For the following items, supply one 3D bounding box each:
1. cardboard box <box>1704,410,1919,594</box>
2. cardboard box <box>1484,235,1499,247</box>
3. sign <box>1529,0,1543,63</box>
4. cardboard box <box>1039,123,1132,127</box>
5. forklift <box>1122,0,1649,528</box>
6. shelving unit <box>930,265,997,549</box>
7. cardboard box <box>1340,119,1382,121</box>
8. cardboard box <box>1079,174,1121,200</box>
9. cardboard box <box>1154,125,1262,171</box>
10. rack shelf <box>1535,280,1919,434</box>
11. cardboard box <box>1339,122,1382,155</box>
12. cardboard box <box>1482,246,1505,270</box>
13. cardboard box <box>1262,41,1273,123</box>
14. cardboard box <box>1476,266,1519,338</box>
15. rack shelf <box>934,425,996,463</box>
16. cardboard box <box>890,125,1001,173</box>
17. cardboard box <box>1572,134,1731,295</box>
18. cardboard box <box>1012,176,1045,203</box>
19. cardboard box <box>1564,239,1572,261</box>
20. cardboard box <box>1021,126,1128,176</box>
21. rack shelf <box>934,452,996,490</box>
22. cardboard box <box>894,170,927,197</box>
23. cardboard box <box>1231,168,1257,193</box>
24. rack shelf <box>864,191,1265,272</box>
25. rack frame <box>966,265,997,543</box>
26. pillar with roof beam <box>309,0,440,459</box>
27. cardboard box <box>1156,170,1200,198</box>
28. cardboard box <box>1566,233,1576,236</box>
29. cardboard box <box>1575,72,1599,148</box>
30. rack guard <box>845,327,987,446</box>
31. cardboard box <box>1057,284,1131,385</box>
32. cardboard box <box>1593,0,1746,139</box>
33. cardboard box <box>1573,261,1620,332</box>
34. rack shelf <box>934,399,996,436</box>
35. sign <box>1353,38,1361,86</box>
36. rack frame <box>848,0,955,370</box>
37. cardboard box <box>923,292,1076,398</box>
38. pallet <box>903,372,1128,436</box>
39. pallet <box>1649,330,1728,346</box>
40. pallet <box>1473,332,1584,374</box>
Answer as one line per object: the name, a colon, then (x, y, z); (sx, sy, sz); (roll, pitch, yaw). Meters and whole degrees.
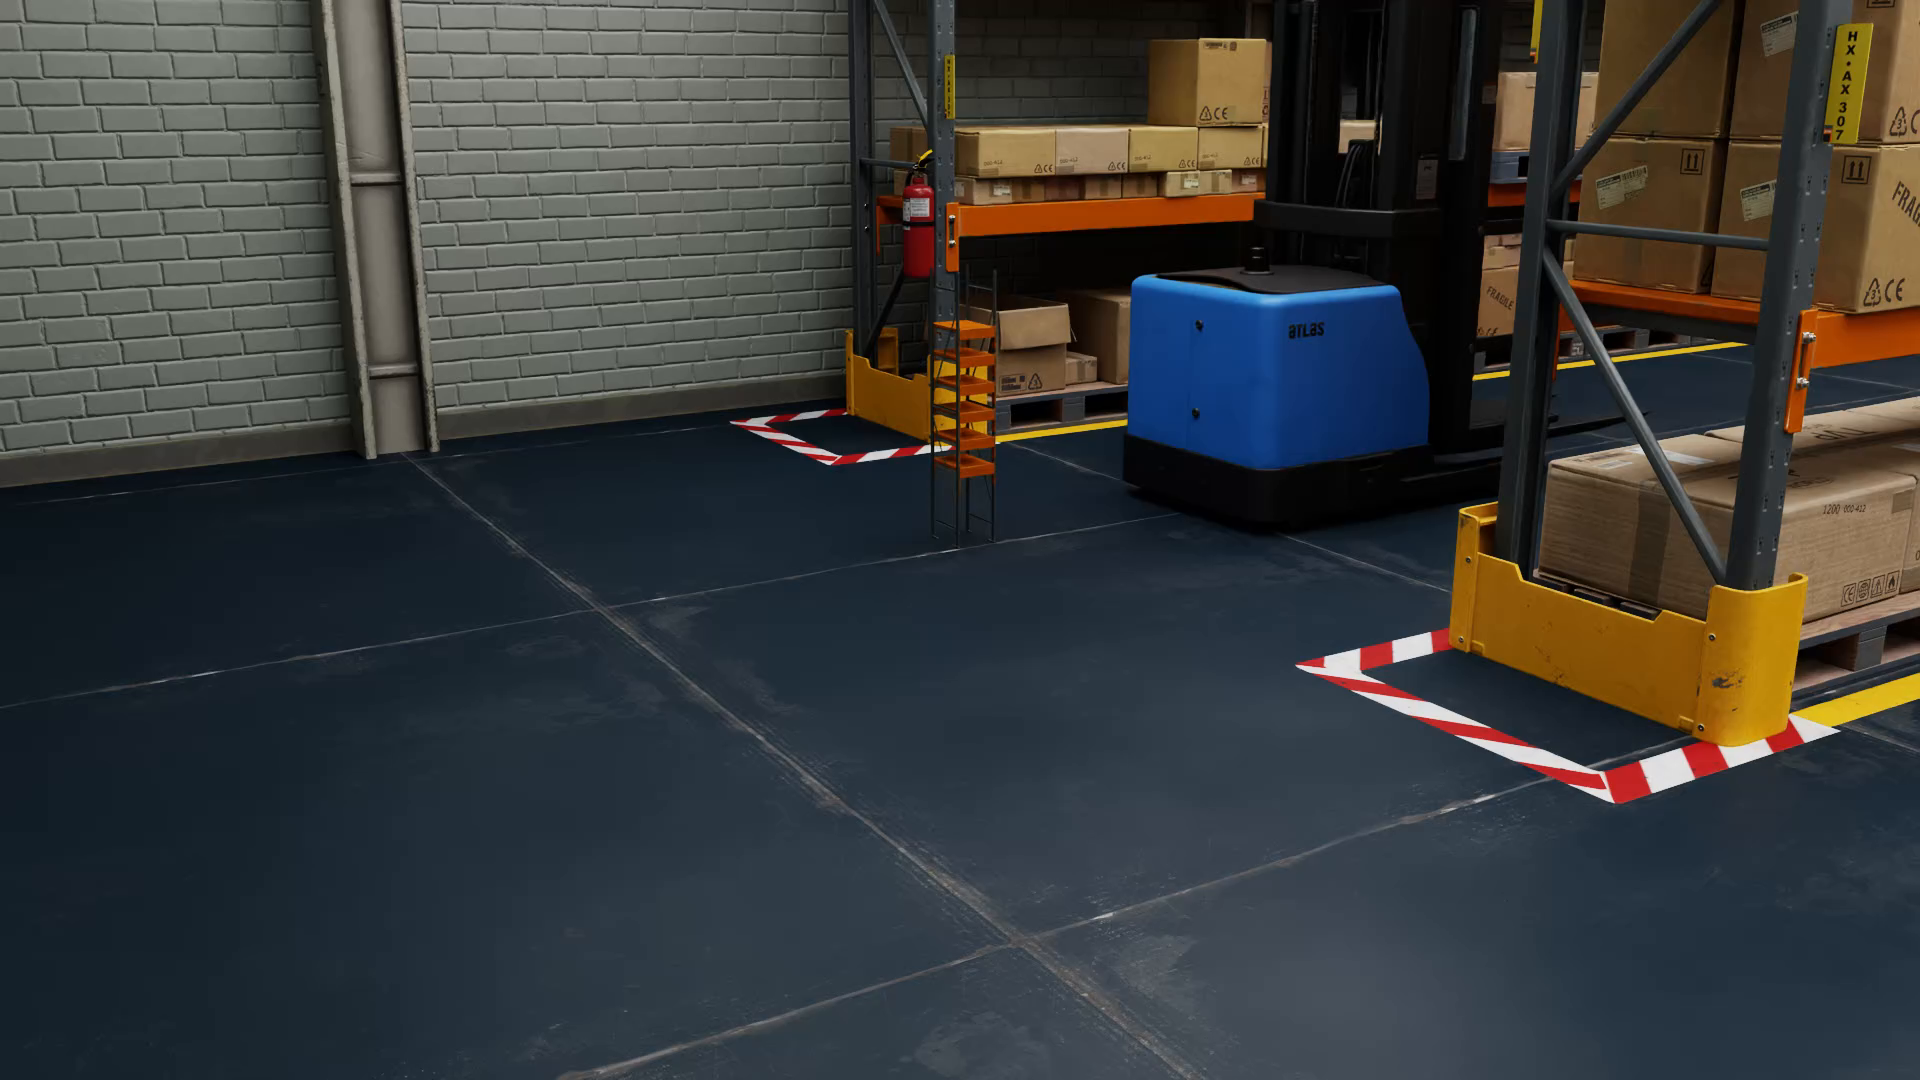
cardboard box: (3.518, -0.174, 6.441); (0.875, 0.438, 0.875); (-9, 18, -28)
cardboard box: (3.506, -2.122, 11.521); (0.250, 0.149, 0.380); (-10, 18, -31)
sign: (1.956, -1.760, 5.548); (0.005, 0.325, 0.100); (-9, 18, -30)
cardboard box: (0.791, -2.444, 10.300); (0.500, 0.250, 0.500); (-9, 18, -28)
forklift: (2.316, -1.750, 8.222); (3.031, 2.935, 1.130); (-10, 18, -32)
shelving unit: (0.012, -0.580, 7.255); (0.189, 1.200, 0.258); (-9, 18, -30)
cardboard box: (2.529, -2.730, 11.317); (0.500, 0.250, 0.500); (-9, 18, -30)
cardboard box: (0.737, -2.082, 9.745); (0.250, 0.149, 0.380); (-9, 18, -28)
cardboard box: (1.484, -2.398, 10.134); (0.500, 0.250, 0.500); (-10, 18, -31)
rack shelf: (3.938, -0.893, 6.370); (4.000, 0.370, 1.077); (-9, 18, -30)
cardboard box: (2.360, -2.536, 10.625); (0.500, 0.250, 0.500); (-9, 18, -30)
cardboard box: (3.537, -1.964, 11.511); (0.250, 0.149, 0.380); (-8, 18, -27)
cardboard box: (1.679, -2.952, 10.720); (0.500, 0.500, 0.500); (-10, 18, -31)
cardboard box: (3.623, -1.679, 11.694); (0.500, 0.500, 0.500); (-8, 18, -27)
rack shelf: (0.012, -0.421, 7.299); (0.180, 0.103, 0.258); (-9, 18, -30)
cardboard box: (-0.078, -2.305, 9.803); (0.500, 0.250, 0.500); (-9, 18, -28)
cardboard box: (2.501, -1.138, 5.725); (0.500, 0.500, 0.500); (-9, 18, -29)
cardboard box: (0.281, -2.016, 9.511); (0.250, 0.149, 0.380); (-9, 18, -28)
cardboard box: (4.177, -2.100, 11.996); (0.250, 0.149, 0.380); (-10, 18, -31)
cardboard box: (0.624, -2.251, 9.609); (0.500, 0.250, 0.500); (-9, 18, -29)
rack shelf: (0.012, -0.306, 7.332); (0.180, 0.103, 0.258); (-9, 18, -30)
cardboard box: (-0.190, -2.096, 9.796); (0.250, 0.149, 0.380); (-9, 18, -30)
cardboard box: (1.618, -2.231, 10.276); (0.250, 0.149, 0.380); (-9, 18, -30)
rack shelf: (1.378, -2.041, 10.465); (4.000, 0.370, 1.077); (-9, 18, -30)
rack frame: (0.091, -0.592, 7.300); (0.006, 1.200, 0.240); (-9, 18, -30)
pillar with roof beam: (-0.894, -3.835, 4.420); (0.400, 9.000, 9.100); (-9, 18, -30)
cardboard box: (1.217, -2.138, 9.944); (0.250, 0.149, 0.380); (-10, 18, -31)
cardboard box: (4.624, -2.160, 12.210); (0.250, 0.149, 0.380); (-8, 18, -28)
cardboard box: (4.067, -3.003, 11.602); (0.500, 0.500, 0.700); (-9, 18, -29)
rack guard: (-0.271, -0.916, 9.751); (0.348, 0.500, 1.175); (-9, 18, -30)
cardboard box: (0.990, -1.281, 10.274); (0.500, 0.500, 0.700); (-8, 18, -27)
cardboard box: (2.514, -1.613, 5.568); (0.500, 0.500, 0.500); (-9, 18, -28)
cardboard box: (4.505, -1.823, 12.211); (0.500, 0.500, 0.500); (-10, 18, -31)
rack shelf: (0.012, -0.537, 7.267); (0.180, 0.103, 0.258); (-9, 18, -30)
sign: (2.804, -3.350, 11.660); (0.005, 0.325, 0.100); (-9, 18, -30)
rack frame: (-0.336, -2.109, 9.376); (0.127, 3.000, 1.000); (-9, 18, -30)
cardboard box: (0.237, -1.172, 9.881); (0.637, 0.503, 0.797); (-10, 19, -32)
pallet: (0.412, -0.888, 10.186); (1.213, 0.211, 1.003); (-9, 18, -30)
pallet: (5.862, -1.783, 13.381); (1.213, 0.211, 1.003); (-9, 18, -30)
pallet: (3.771, -1.444, 12.171); (1.213, 0.211, 1.003); (-9, 18, -30)
